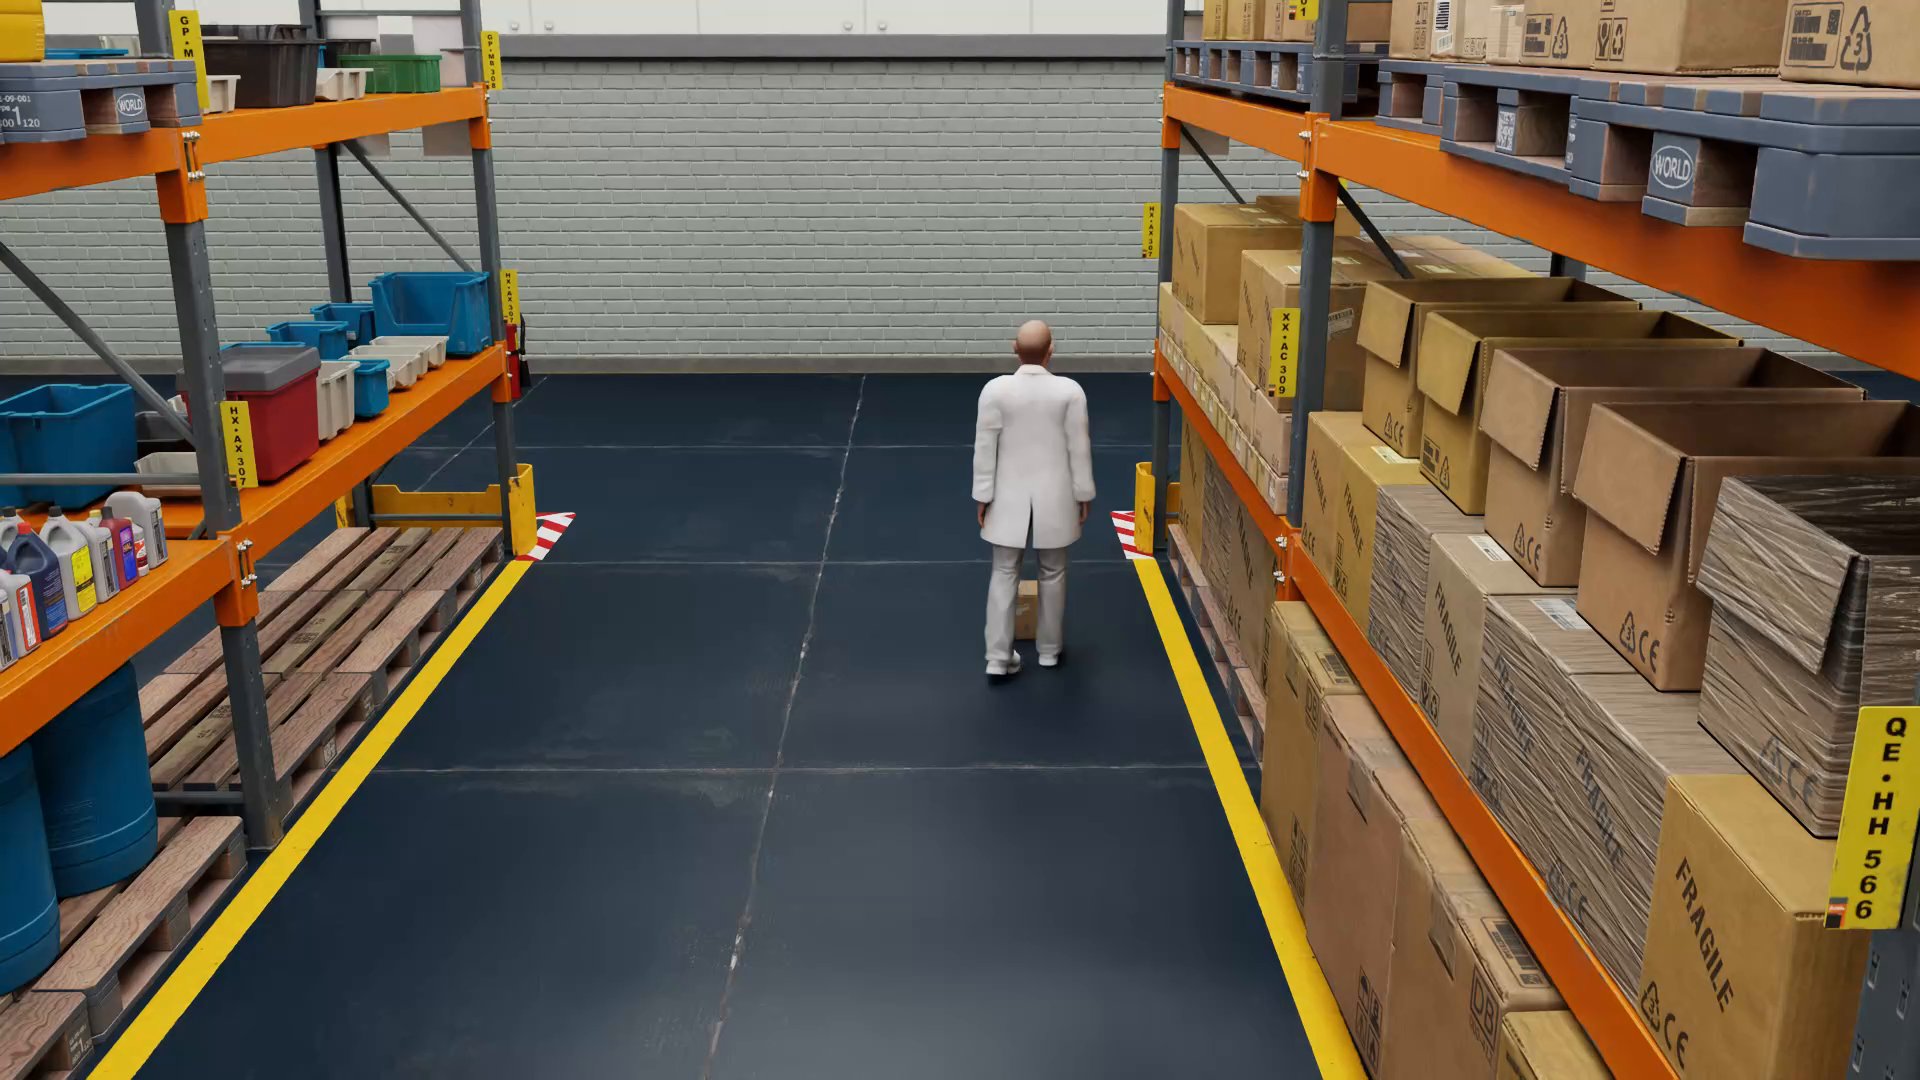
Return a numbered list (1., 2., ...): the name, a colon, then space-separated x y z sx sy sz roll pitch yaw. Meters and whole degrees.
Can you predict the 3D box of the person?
1. person: 0.370 -0.205 8.255 0.611 1.802 0.652 2 17 6
